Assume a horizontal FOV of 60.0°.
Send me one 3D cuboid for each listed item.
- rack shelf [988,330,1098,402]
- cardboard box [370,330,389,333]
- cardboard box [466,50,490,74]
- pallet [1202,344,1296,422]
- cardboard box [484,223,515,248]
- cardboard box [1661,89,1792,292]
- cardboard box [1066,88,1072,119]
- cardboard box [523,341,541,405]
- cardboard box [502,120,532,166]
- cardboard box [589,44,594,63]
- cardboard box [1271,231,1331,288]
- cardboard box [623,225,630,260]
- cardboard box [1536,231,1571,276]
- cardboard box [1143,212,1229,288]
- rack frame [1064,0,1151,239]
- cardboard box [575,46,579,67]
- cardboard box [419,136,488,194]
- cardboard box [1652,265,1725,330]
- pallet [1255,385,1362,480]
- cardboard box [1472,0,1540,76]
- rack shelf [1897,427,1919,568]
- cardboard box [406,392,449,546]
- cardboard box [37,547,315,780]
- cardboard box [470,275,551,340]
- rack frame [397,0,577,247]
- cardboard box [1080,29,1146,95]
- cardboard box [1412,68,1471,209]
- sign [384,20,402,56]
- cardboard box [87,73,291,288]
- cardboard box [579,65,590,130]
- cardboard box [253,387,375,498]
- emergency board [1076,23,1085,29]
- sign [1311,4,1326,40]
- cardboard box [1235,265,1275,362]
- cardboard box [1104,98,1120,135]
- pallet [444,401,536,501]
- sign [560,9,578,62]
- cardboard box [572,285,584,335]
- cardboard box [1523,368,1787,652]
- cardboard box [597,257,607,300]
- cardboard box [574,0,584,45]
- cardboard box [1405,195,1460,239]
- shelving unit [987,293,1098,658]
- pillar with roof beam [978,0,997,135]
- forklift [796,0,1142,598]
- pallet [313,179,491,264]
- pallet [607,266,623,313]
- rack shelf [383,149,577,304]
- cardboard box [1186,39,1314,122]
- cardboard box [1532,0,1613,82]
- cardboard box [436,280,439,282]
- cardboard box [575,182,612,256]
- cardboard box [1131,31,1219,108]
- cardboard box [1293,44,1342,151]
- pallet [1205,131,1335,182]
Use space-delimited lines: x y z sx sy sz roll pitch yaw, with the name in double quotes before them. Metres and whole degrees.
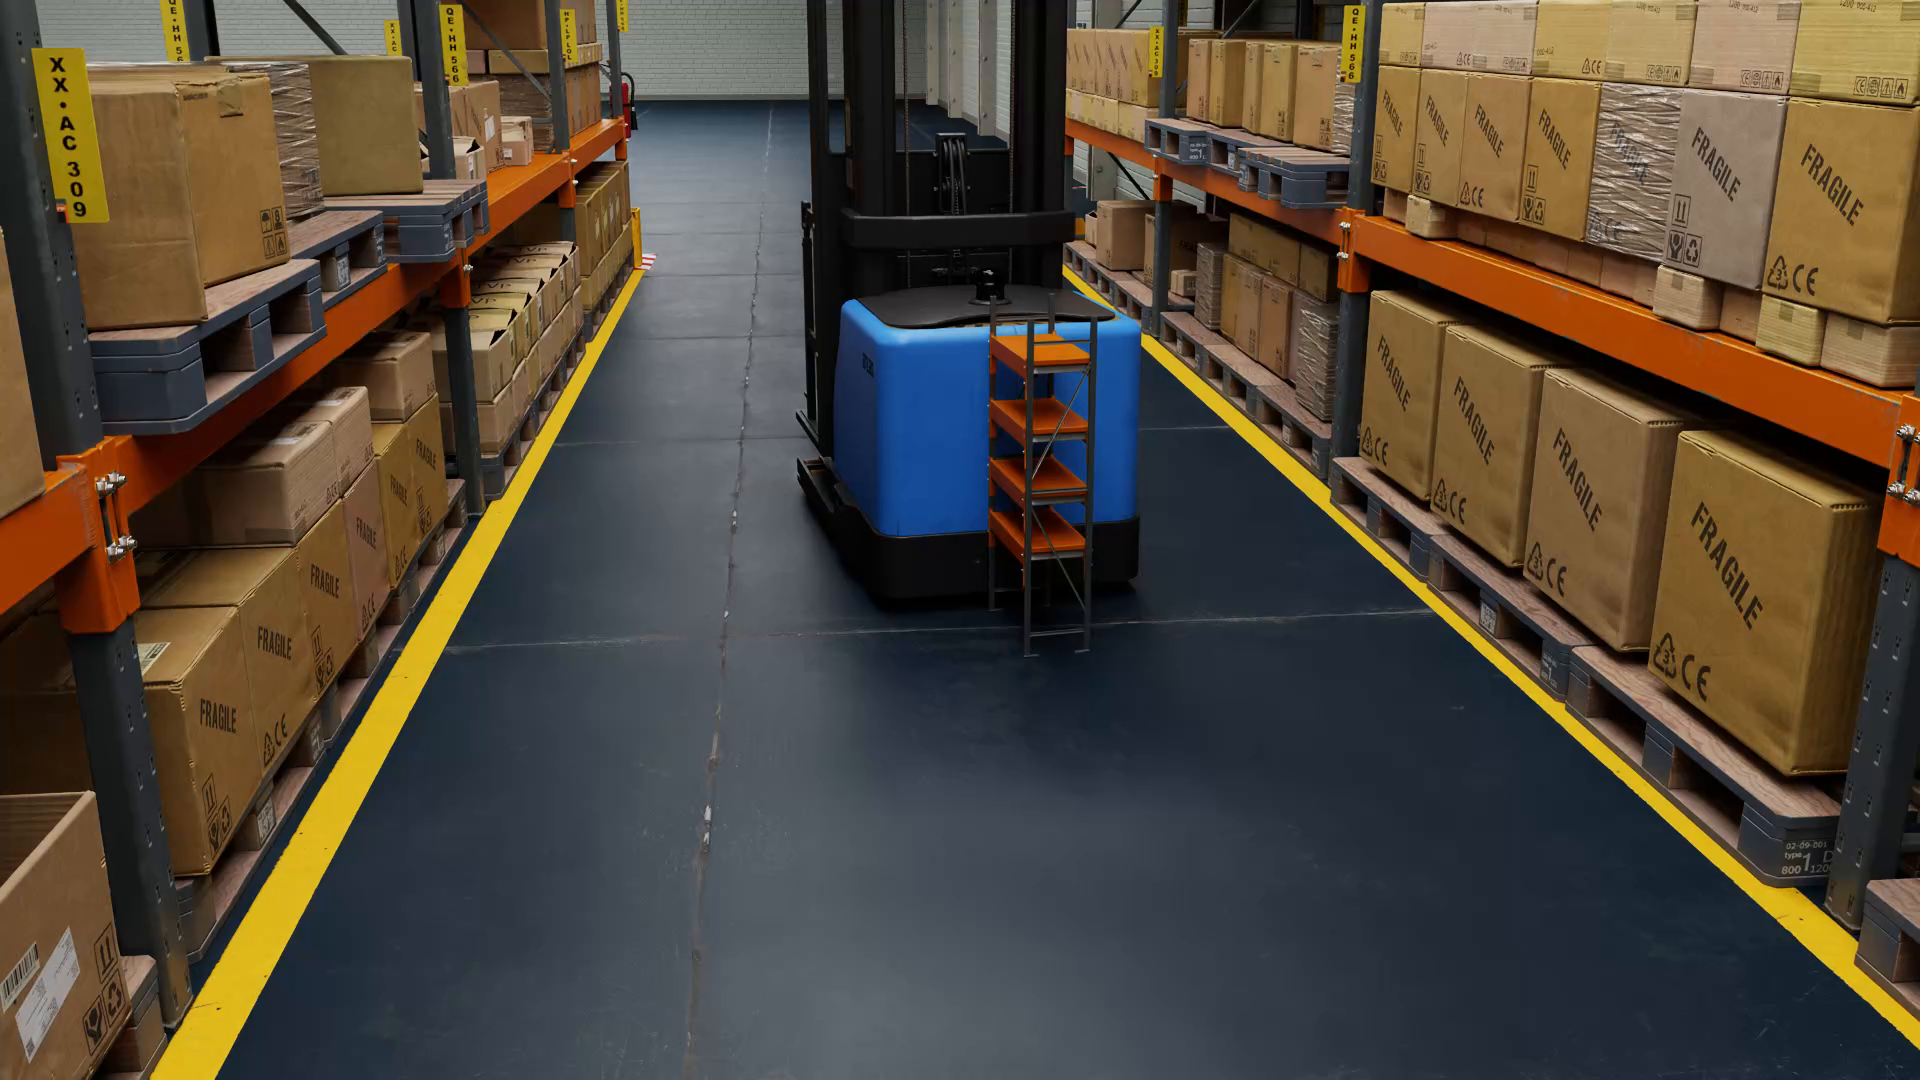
"rack shelf" 0.283 -0.613 5.815 0.258 0.148 0.480 -4 18 -13
"cardboard box" -2.956 -0.836 7.787 0.500 0.311 0.500 -1 17 -4
"cardboard box" -3.311 -3.155 10.970 0.380 0.149 0.250 -2 18 -6
"pallet" 2.068 -0.951 9.854 1.003 0.211 1.213 -2 18 -6
"cardboard box" -3.375 -2.251 11.976 0.500 0.500 0.500 -2 18 -6
"cardboard box" 2.321 -0.975 4.578 0.500 0.500 0.500 -2 18 -5
"cardboard box" 1.179 -3.852 14.657 0.500 0.250 0.500 -2 18 -7
"cardboard box" -2.532 -0.890 8.893 0.500 0.250 0.500 -2 18 -7
"cardboard box" -2.796 -2.403 10.049 0.396 0.266 0.258 -2 18 -7
"cardboard box" -3.175 -3.935 13.455 0.380 0.149 0.250 -2 17 -5
"cardboard box" 2.089 -1.599 9.449 0.500 0.250 0.500 -2 18 -6
"cardboard box" -3.070 -2.505 14.036 0.500 0.250 0.500 -2 18 -6
"cardboard box" 2.242 -1.014 5.785 0.380 0.149 0.250 -2 18 -5
"cardboard box" 1.710 -2.203 12.625 0.500 0.500 0.500 -3 18 -10
"rack frame" 1.444 -4.070 15.132 1.000 3.000 0.127 -2 18 -6
"cardboard box" -3.068 -3.628 12.476 0.380 0.149 0.250 -2 18 -6
"cardboard box" -2.557 -1.762 7.930 0.500 0.311 0.500 -2 18 -6
"cardboard box" 2.249 -0.706 4.804 0.380 0.149 0.250 -2 18 -6
"pallet" 2.190 -0.588 8.699 1.003 0.211 1.213 -2 18 -6
"cardboard box" 2.172 -1.791 5.925 0.500 0.250 0.500 -2 18 -5
"rack shelf" 2.888 0.445 1.953 1.077 0.370 4.000 -2 18 -6
"cardboard box" -2.327 -0.278 6.493 0.500 0.500 0.500 -1 17 -3
"cardboard box" -2.118 0.332 4.549 0.500 0.500 0.500 -2 17 -5
"cardboard box" -2.586 -1.314 9.309 0.500 0.311 0.500 -2 18 -6
"rack frame" -3.070 -2.724 10.845 1.000 3.000 0.127 -2 18 -6
"cardboard box" 1.283 -3.912 13.595 0.500 0.500 0.500 -2 18 -7
"cardboard box" 2.110 -1.576 6.493 0.500 0.500 0.500 -1 17 -4
"sign" -3.622 -3.157 10.647 0.100 0.325 0.005 -2 18 -6
"cardboard box" -2.205 -0.939 4.293 0.700 0.500 0.500 1 17 3
"cardboard box" -3.343 -3.519 13.212 0.700 0.500 0.500 -2 18 -5
"cardboard box" -2.208 -0.314 5.357 0.500 0.250 0.500 -2 18 -7
"emergency board" 1.541 -6.413 22.595 0.194 1.169 0.643 -2 18 -6
"sign" 2.409 -3.448 11.220 0.100 0.325 0.005 -2 18 -6
"cardboard box" 2.065 -1.371 9.974 0.700 0.500 0.500 -2 17 -5
"cardboard box" 1.396 -3.246 12.724 0.500 0.250 0.500 -2 18 -6
"pallet" -2.703 -0.448 8.251 1.003 0.211 1.213 -2 18 -6
"sign" -2.531 -3.258 10.746 0.100 0.325 0.005 -2 18 -6
"cardboard box" -2.739 -1.498 10.829 0.500 0.250 0.500 -2 18 -6
"cardboard box" 2.391 -0.123 5.450 0.750 0.750 0.750 -1 17 -4
"cardboard box" -2.863 -1.909 12.139 0.500 0.250 0.500 -2 18 -6
"cardboard box" -3.329 -4.120 12.960 0.700 0.500 0.500 -2 18 -5
"cardboard box" 2.034 -1.313 6.739 0.380 0.149 0.250 -1 17 -4
"shelving unit" 0.283 -0.238 5.933 0.258 1.200 0.503 -4 18 -13
"pillar with roof beam" -3.761 -11.980 30.312 9.100 9.000 0.400 -2 18 -6
"forklift" -0.149 -1.581 7.321 1.130 2.935 3.031 -4 18 -13
"pallet" -2.518 -1.241 6.441 1.213 0.211 1.003 -2 18 -6
"pallet" -3.239 -1.996 13.182 1.003 0.211 1.213 -2 18 -6
"rack shelf" -2.864 -1.785 9.054 1.077 0.370 4.000 -2 18 -6
"cardboard box" 1.876 -2.983 10.769 0.700 0.500 0.500 -2 18 -5
"cardboard box" 2.231 -1.639 5.441 0.500 0.250 0.500 -2 18 -7
"cardboard box" -3.174 -1.445 9.726 0.500 0.311 0.500 -2 18 -7
"cardboard box" -2.910 -2.416 12.501 0.500 0.500 0.500 -2 18 -6
"cardboard box" 1.501 -3.305 11.661 0.500 0.500 0.500 -2 18 -6
"cardboard box" 2.127 -2.249 8.432 0.700 0.500 0.500 -3 18 -11
"pallet" 2.025 -2.183 9.443 1.003 0.211 1.213 -2 18 -6
